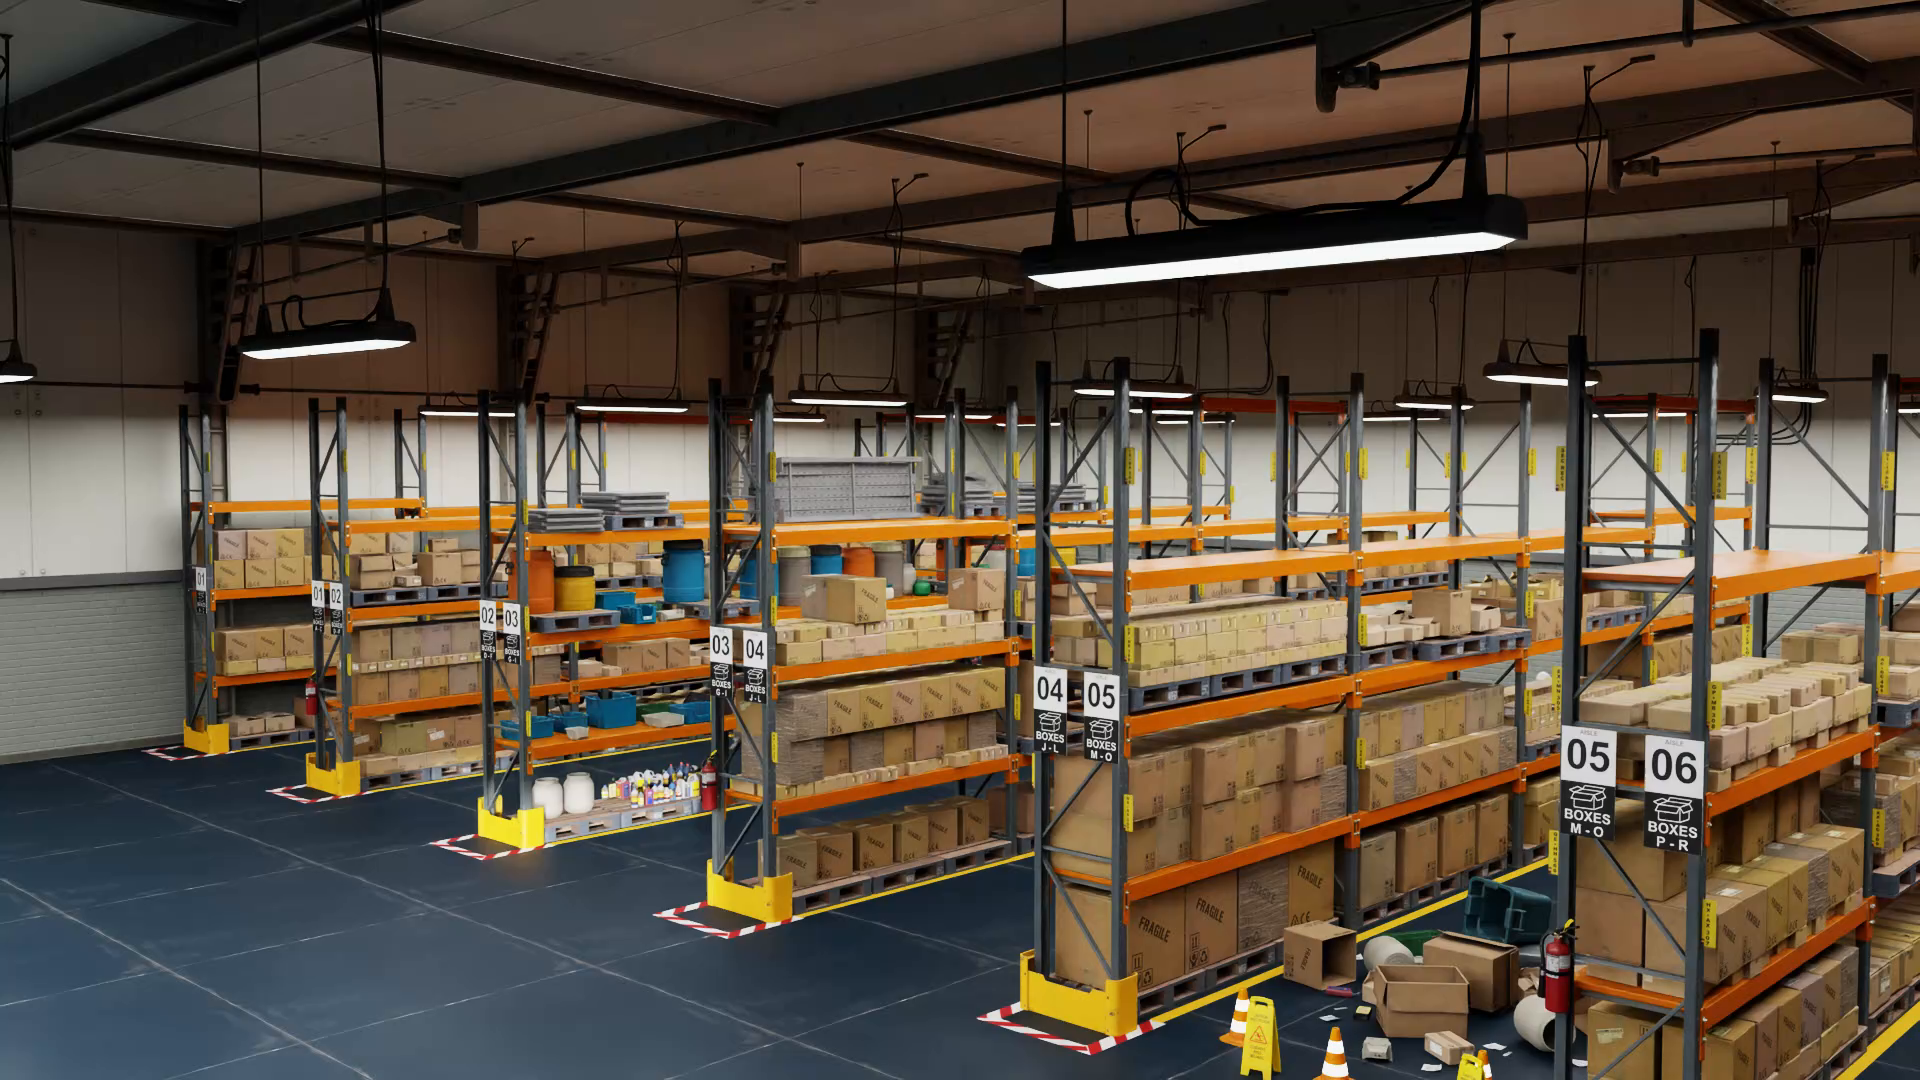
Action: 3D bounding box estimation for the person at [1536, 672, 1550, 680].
[{"bbox_3d":[9.000,2.907,25.744,0.898,1.743,0.570,-2,4,-33],"label":"person"}]

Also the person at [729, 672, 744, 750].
[{"bbox_3d":[-3.733,2.751,29.058,0.559,1.791,0.585,2,3,30],"label":"person"}]
